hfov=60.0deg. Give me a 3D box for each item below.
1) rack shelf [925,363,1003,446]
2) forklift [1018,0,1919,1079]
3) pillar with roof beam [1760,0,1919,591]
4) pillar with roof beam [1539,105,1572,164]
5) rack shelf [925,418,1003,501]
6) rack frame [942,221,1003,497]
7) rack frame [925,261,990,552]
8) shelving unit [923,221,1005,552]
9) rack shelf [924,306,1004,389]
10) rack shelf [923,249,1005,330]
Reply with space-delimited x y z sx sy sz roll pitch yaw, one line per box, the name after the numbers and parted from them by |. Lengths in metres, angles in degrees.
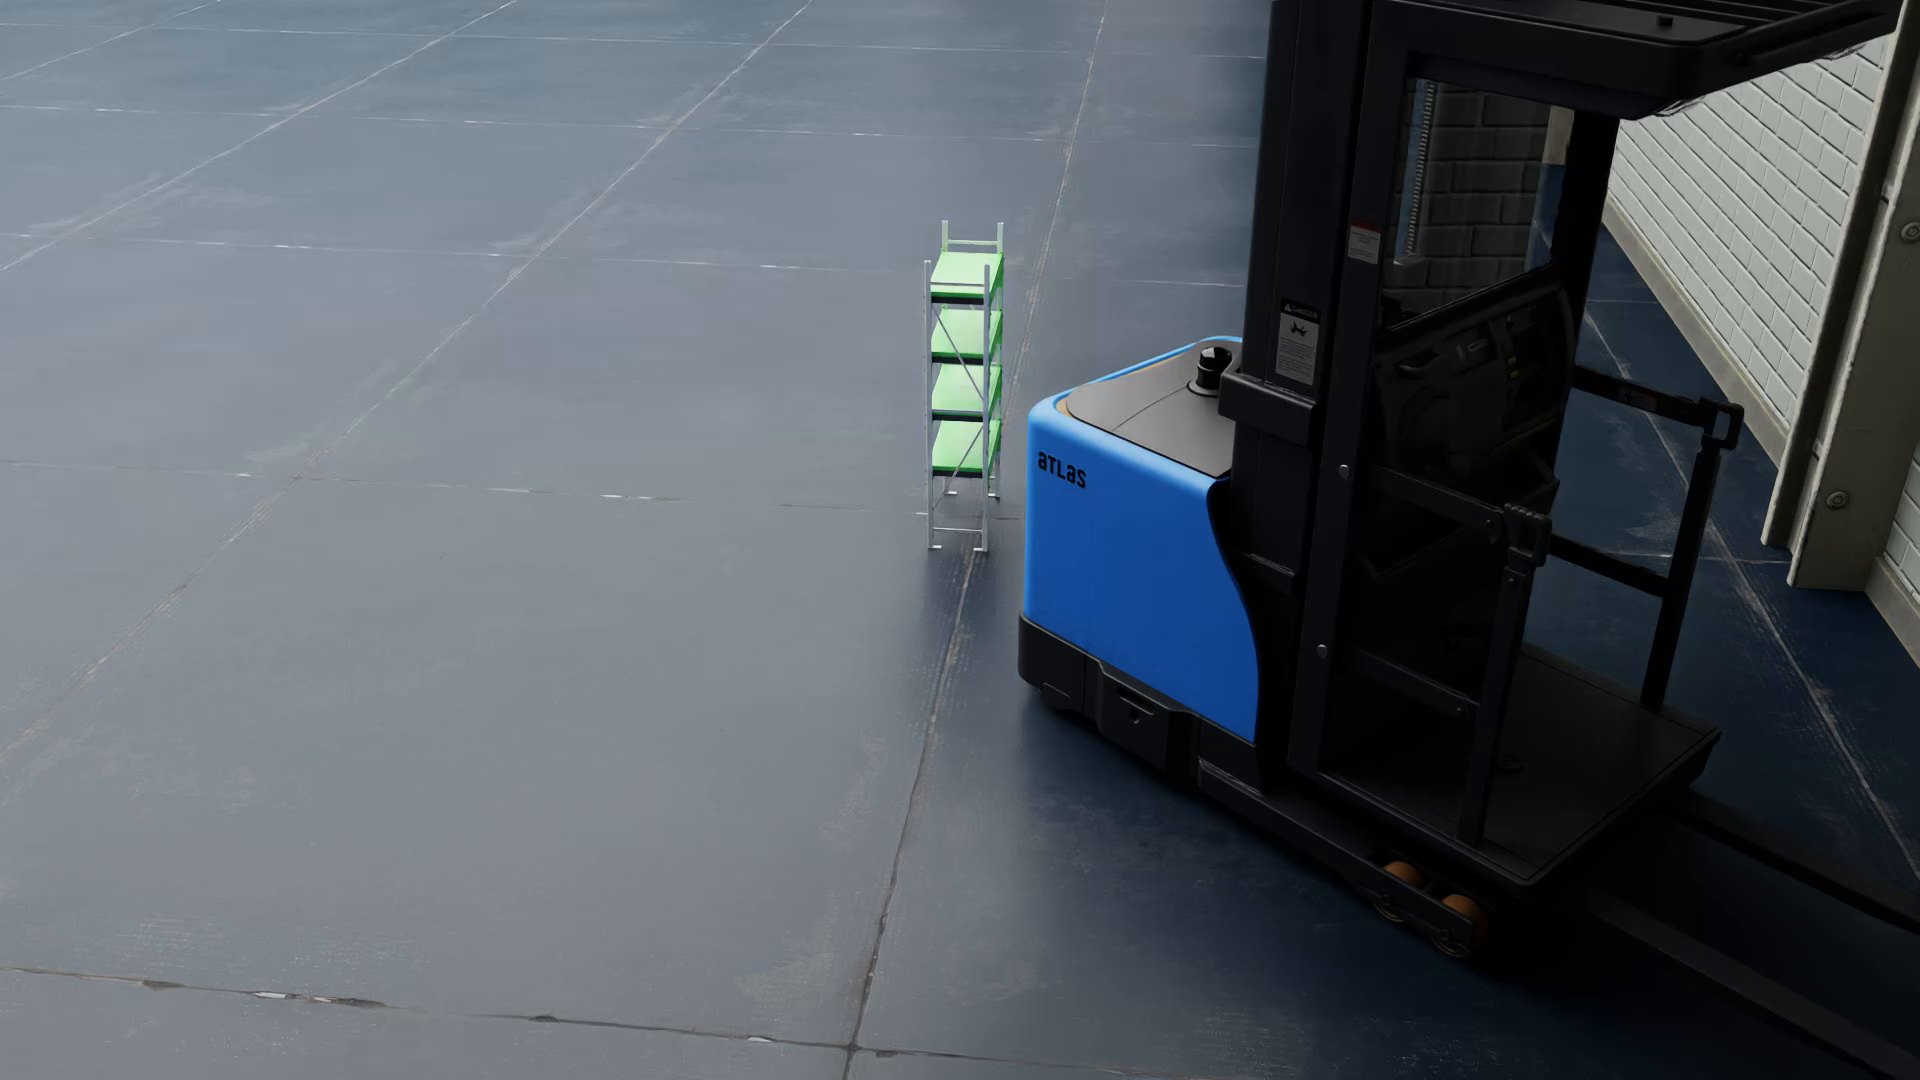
0.020 -0.550 6.640 0.258 0.148 0.480 3 28 6 | rack shelf
1.560 -0.411 4.423 1.130 2.935 3.031 -23 36 -36 | forklift
-0.891 -4.115 4.901 9.100 9.000 0.400 3 28 6 | pillar with roof beam
-0.156 -6.940 10.143 9.100 9.000 0.400 3 28 6 | pillar with roof beam
0.020 -0.339 6.754 0.258 0.148 0.480 3 28 6 | rack shelf
0.050 -0.721 6.823 0.240 1.200 0.015 3 28 6 | rack frame
-0.010 -0.491 6.397 0.240 1.200 0.015 3 28 6 | rack frame
0.020 -0.606 6.610 0.258 1.200 0.503 3 28 6 | shelving unit
0.020 -0.761 6.527 0.258 0.148 0.480 3 28 6 | rack shelf
0.020 -0.972 6.413 0.258 0.148 0.480 3 28 6 | rack shelf
